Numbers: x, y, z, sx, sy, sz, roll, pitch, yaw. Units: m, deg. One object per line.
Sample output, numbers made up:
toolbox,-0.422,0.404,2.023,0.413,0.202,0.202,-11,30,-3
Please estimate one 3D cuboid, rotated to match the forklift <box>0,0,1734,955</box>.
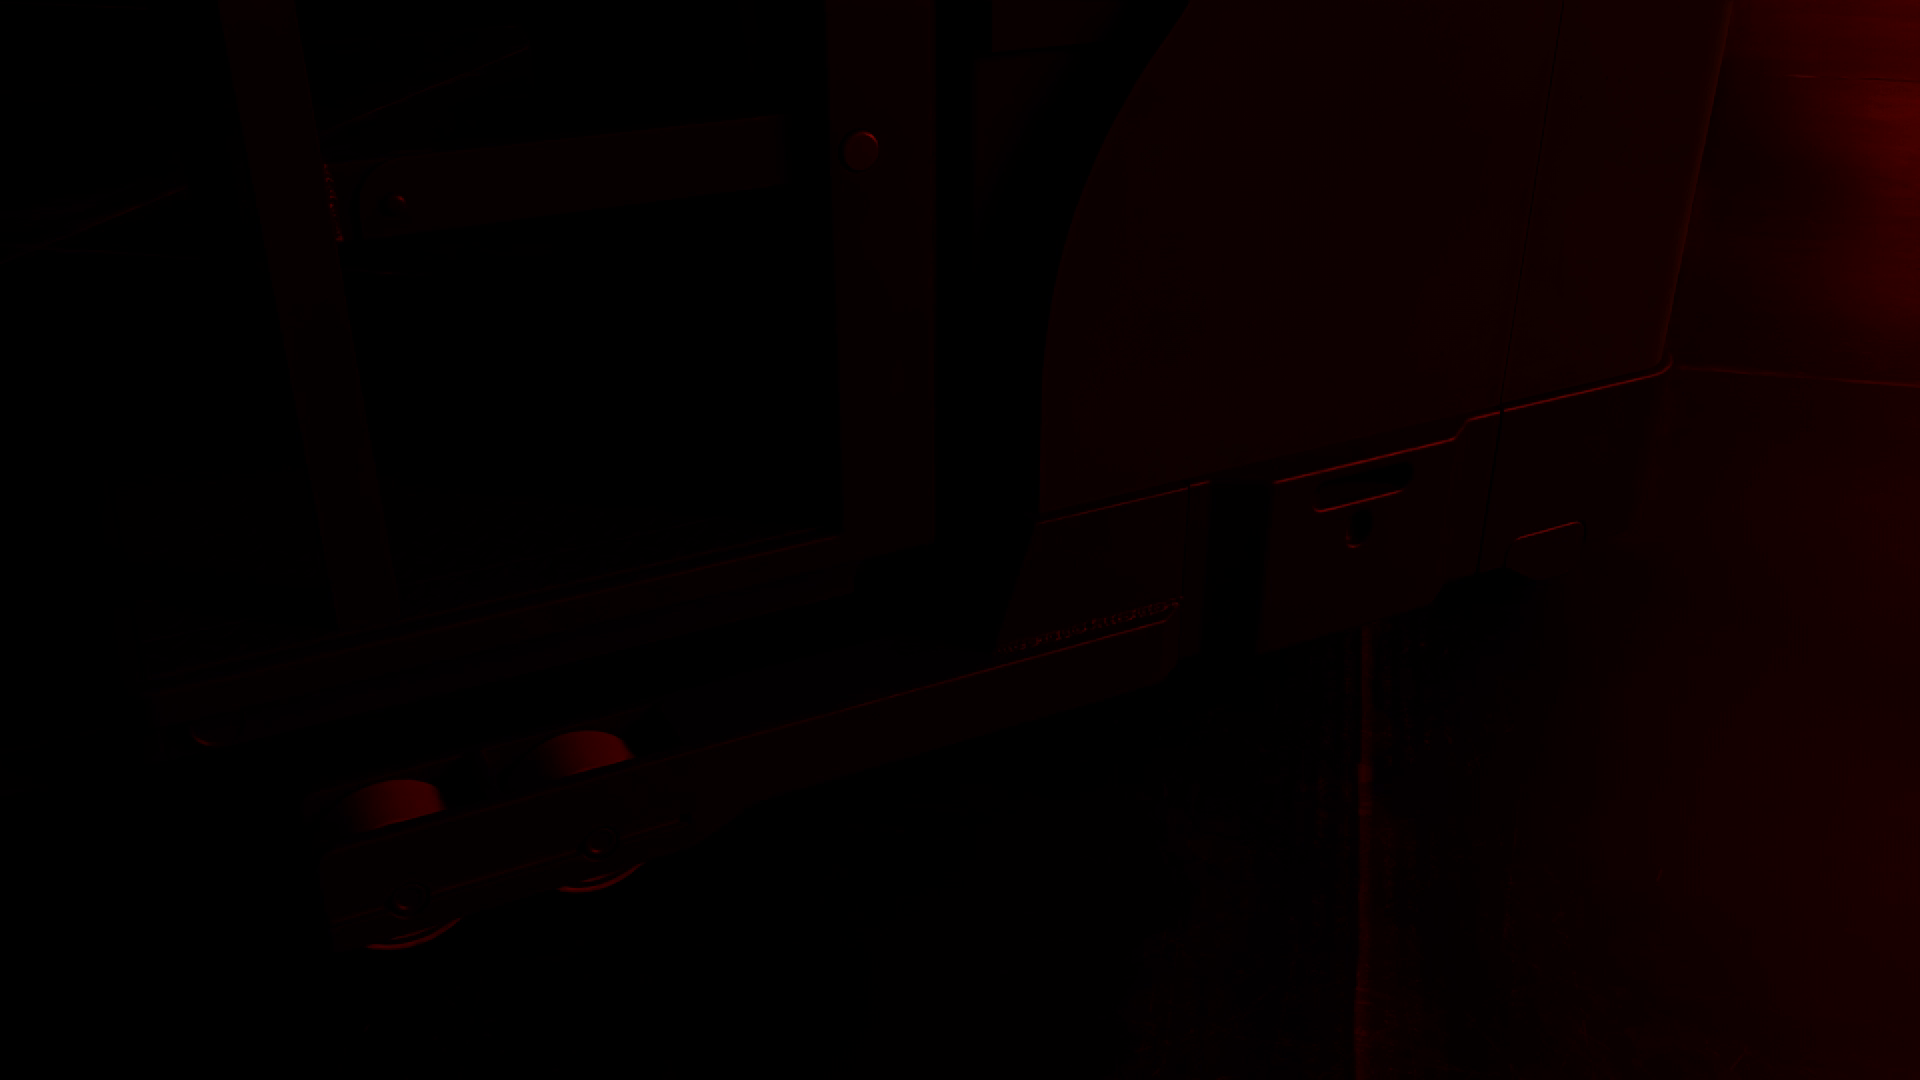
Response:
forklift,-0.552,-1.167,1.560,3.031,2.935,1.130,-13,30,-25
